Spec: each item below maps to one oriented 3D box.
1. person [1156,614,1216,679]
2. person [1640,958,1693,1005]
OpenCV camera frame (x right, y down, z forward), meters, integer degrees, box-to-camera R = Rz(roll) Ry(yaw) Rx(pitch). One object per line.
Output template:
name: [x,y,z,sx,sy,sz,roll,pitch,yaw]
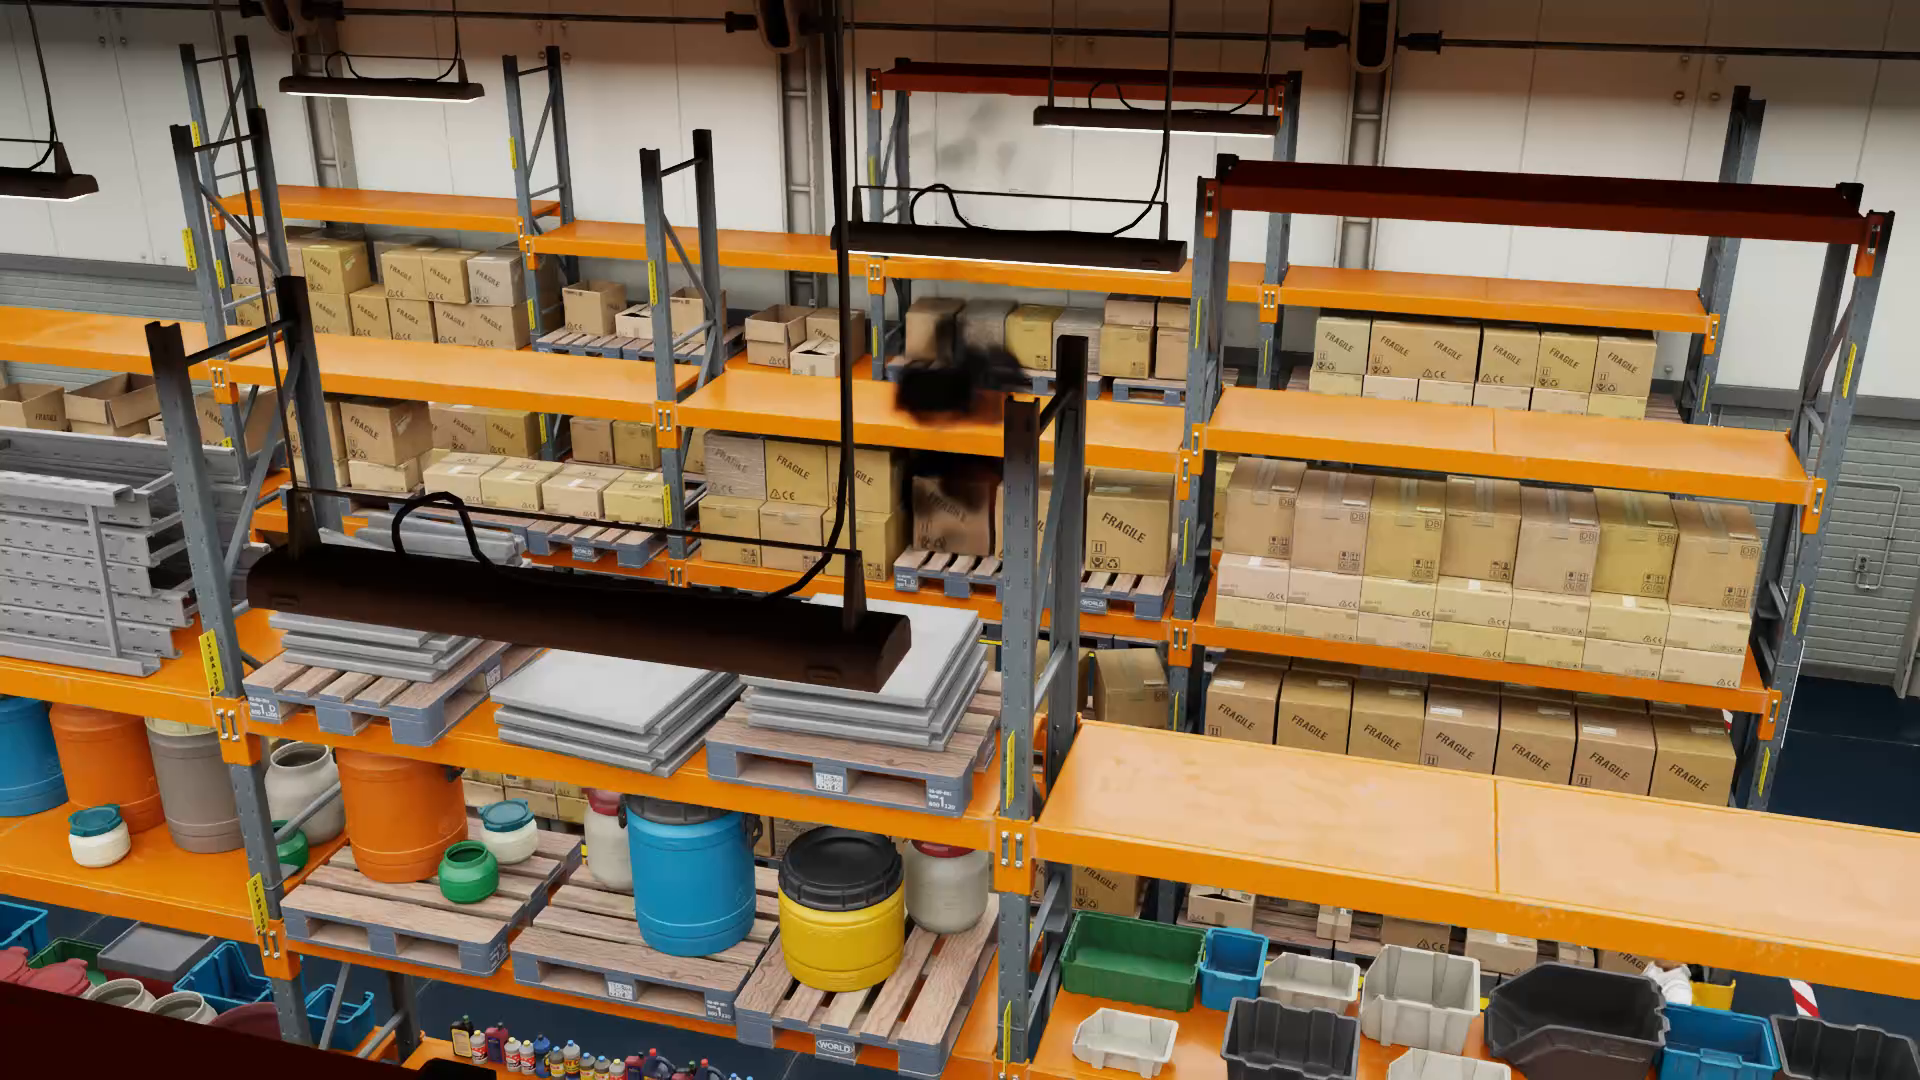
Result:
person: [2.133,0.823,15.778,1.144,1.802,0.649,4,23,9]
person: [4.532,3.228,10.727,0.924,1.684,0.609,0,23,-1]
